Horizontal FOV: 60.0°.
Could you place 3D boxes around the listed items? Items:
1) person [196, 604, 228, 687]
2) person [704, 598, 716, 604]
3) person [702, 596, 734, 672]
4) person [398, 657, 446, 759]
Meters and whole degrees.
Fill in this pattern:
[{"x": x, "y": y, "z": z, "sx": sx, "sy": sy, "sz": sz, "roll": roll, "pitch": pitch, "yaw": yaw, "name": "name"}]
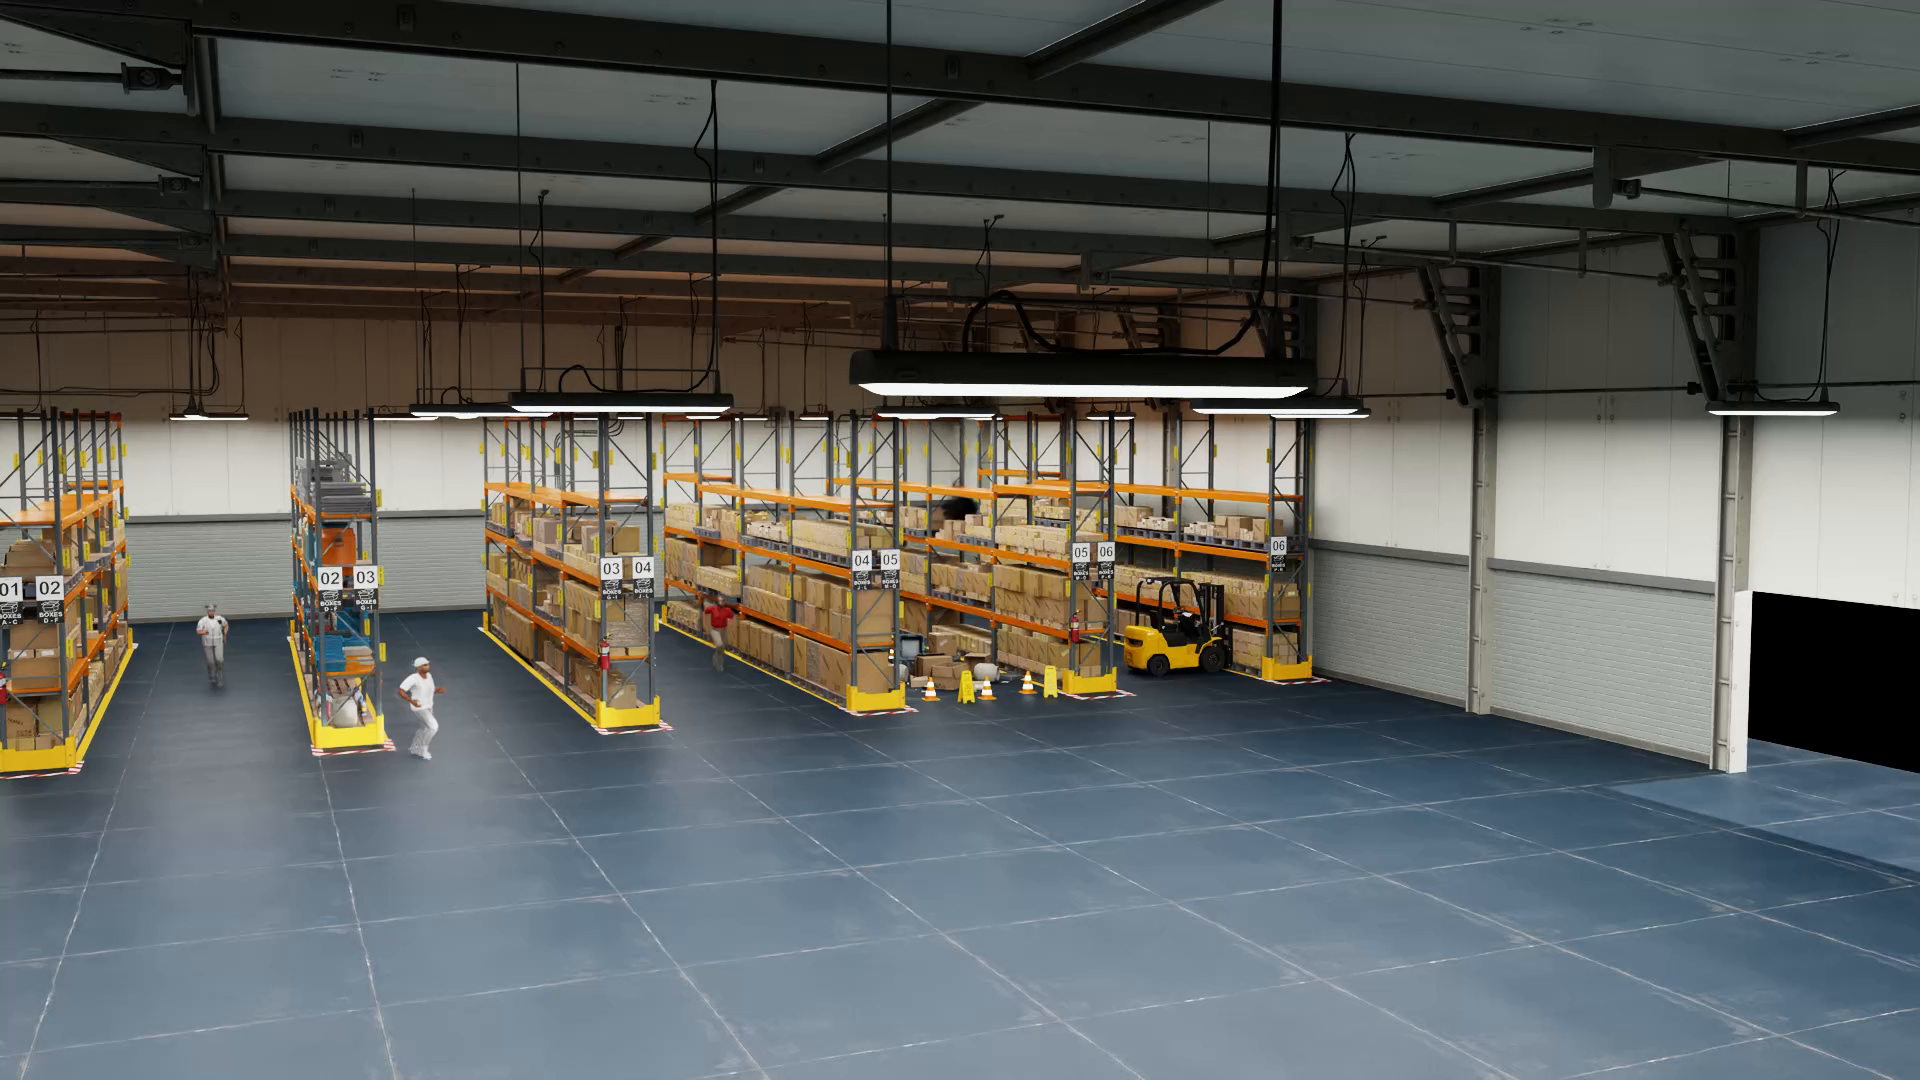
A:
[{"x": -16.320, "y": 2.309, "z": 36.327, "sx": 0.640, "sy": 1.852, "sz": 0.795, "roll": -2, "pitch": 4, "yaw": -24, "name": "person"}, {"x": -7.576, "y": 1.396, "z": 49.549, "sx": 0.598, "sy": 1.738, "sz": 0.729, "roll": -2, "pitch": 4, "yaw": -23, "name": "person"}, {"x": -5.590, "y": 2.180, "z": 38.553, "sx": 0.687, "sy": 1.776, "sz": 0.873, "roll": -2, "pitch": 4, "yaw": -26, "name": "person"}, {"x": -9.138, "y": 2.877, "z": 28.327, "sx": 0.697, "sy": 1.777, "sz": 0.699, "roll": 1, "pitch": 4, "yaw": 10, "name": "person"}]
